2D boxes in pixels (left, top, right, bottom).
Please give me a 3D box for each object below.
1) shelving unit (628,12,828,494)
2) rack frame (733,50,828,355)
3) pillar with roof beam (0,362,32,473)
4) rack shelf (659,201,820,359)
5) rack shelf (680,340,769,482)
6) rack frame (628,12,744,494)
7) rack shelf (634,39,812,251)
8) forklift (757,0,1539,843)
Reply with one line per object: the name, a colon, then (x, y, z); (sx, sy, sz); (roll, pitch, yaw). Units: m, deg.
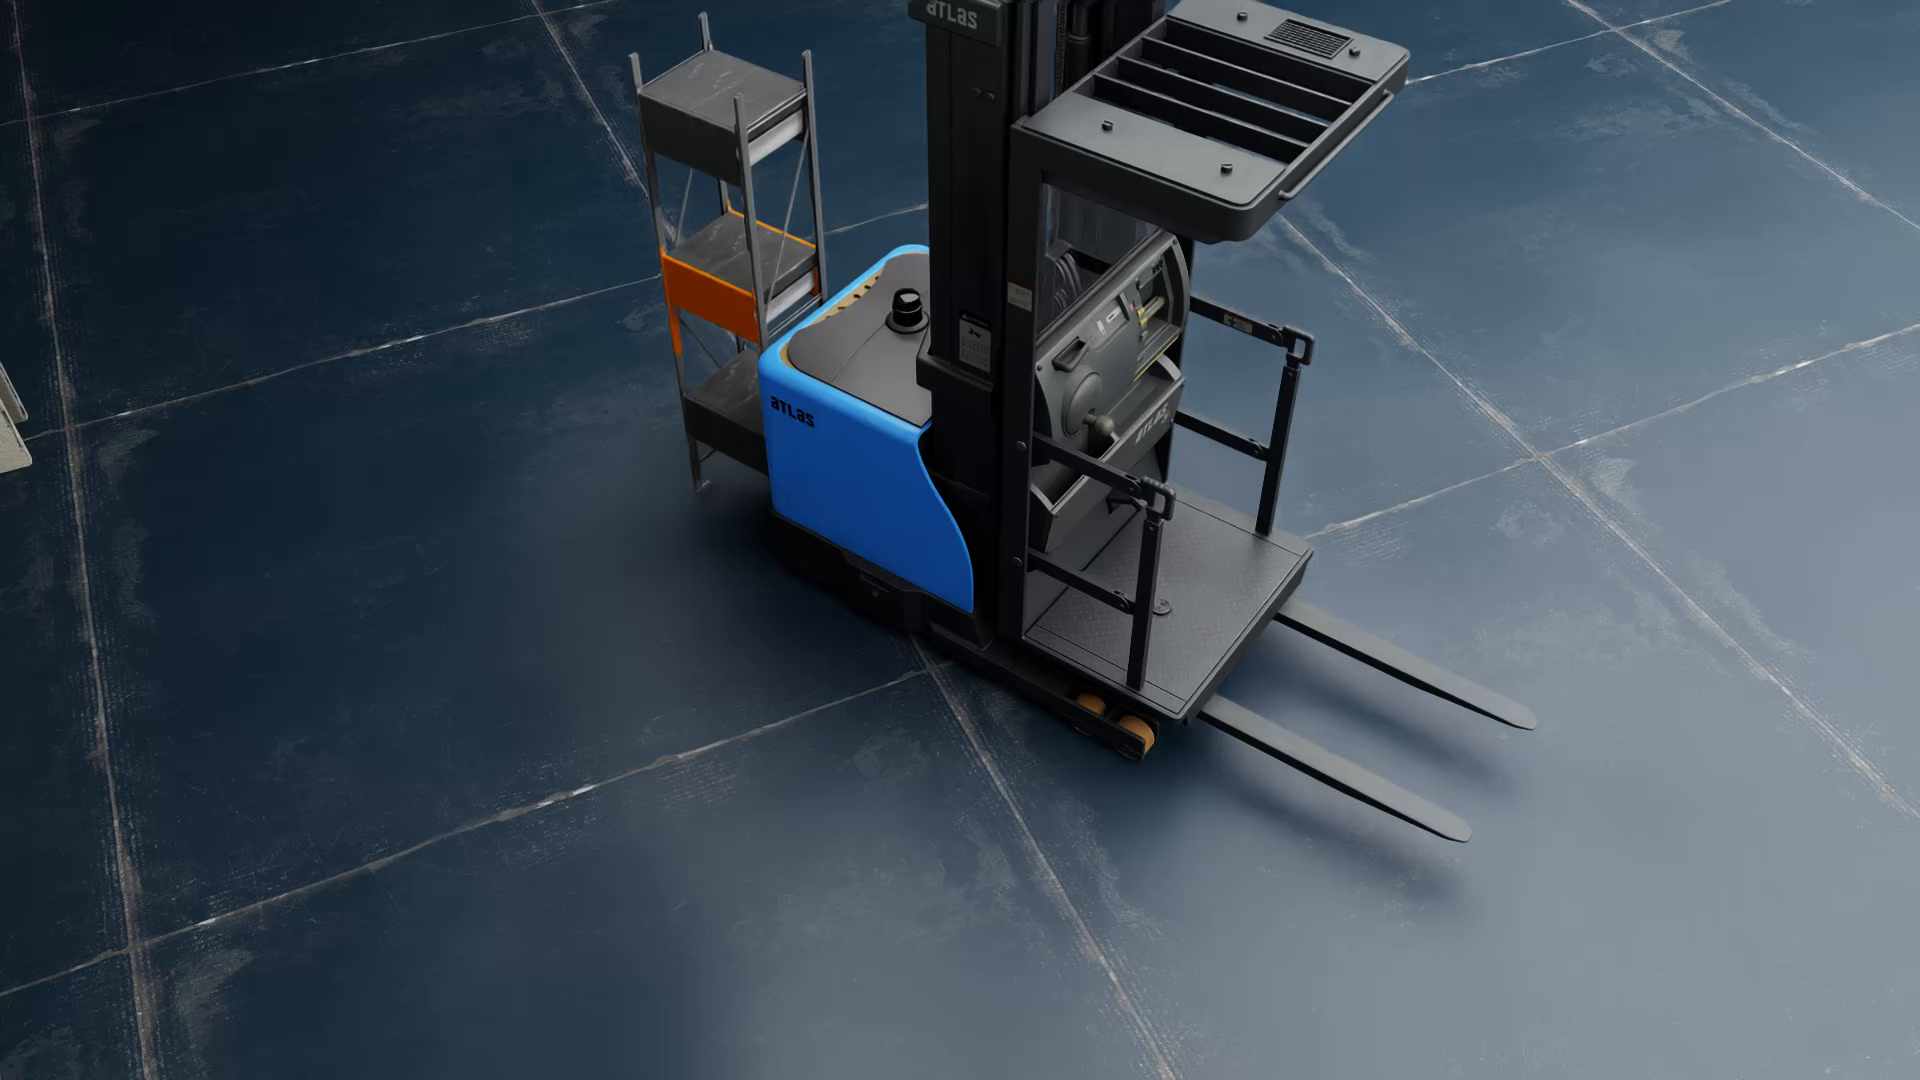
shelving unit: (-0.848, -0.970, 6.606); (0.503, 2.100, 0.431); (26, 50, 24)
rack frame: (-0.649, -0.870, 6.506); (0.015, 2.100, 0.400); (26, 50, 24)
pillar with roof beam: (-0.481, -4.893, 5.671); (9.100, 9.000, 0.400); (-18, 47, -17)
rack shelf: (-0.848, -0.960, 6.616); (0.480, 0.518, 0.431); (26, 50, 24)
rack shelf: (-0.848, -0.462, 7.108); (0.480, 0.518, 0.431); (26, 50, 24)
rack frame: (-1.047, -1.069, 6.707); (0.015, 2.100, 0.400); (26, 50, 24)
rack shelf: (-0.848, -1.458, 6.124); (0.480, 0.518, 0.431); (26, 50, 24)
forklift: (0.708, -0.646, 5.687); (3.031, 2.935, 1.130); (26, 50, 24)
